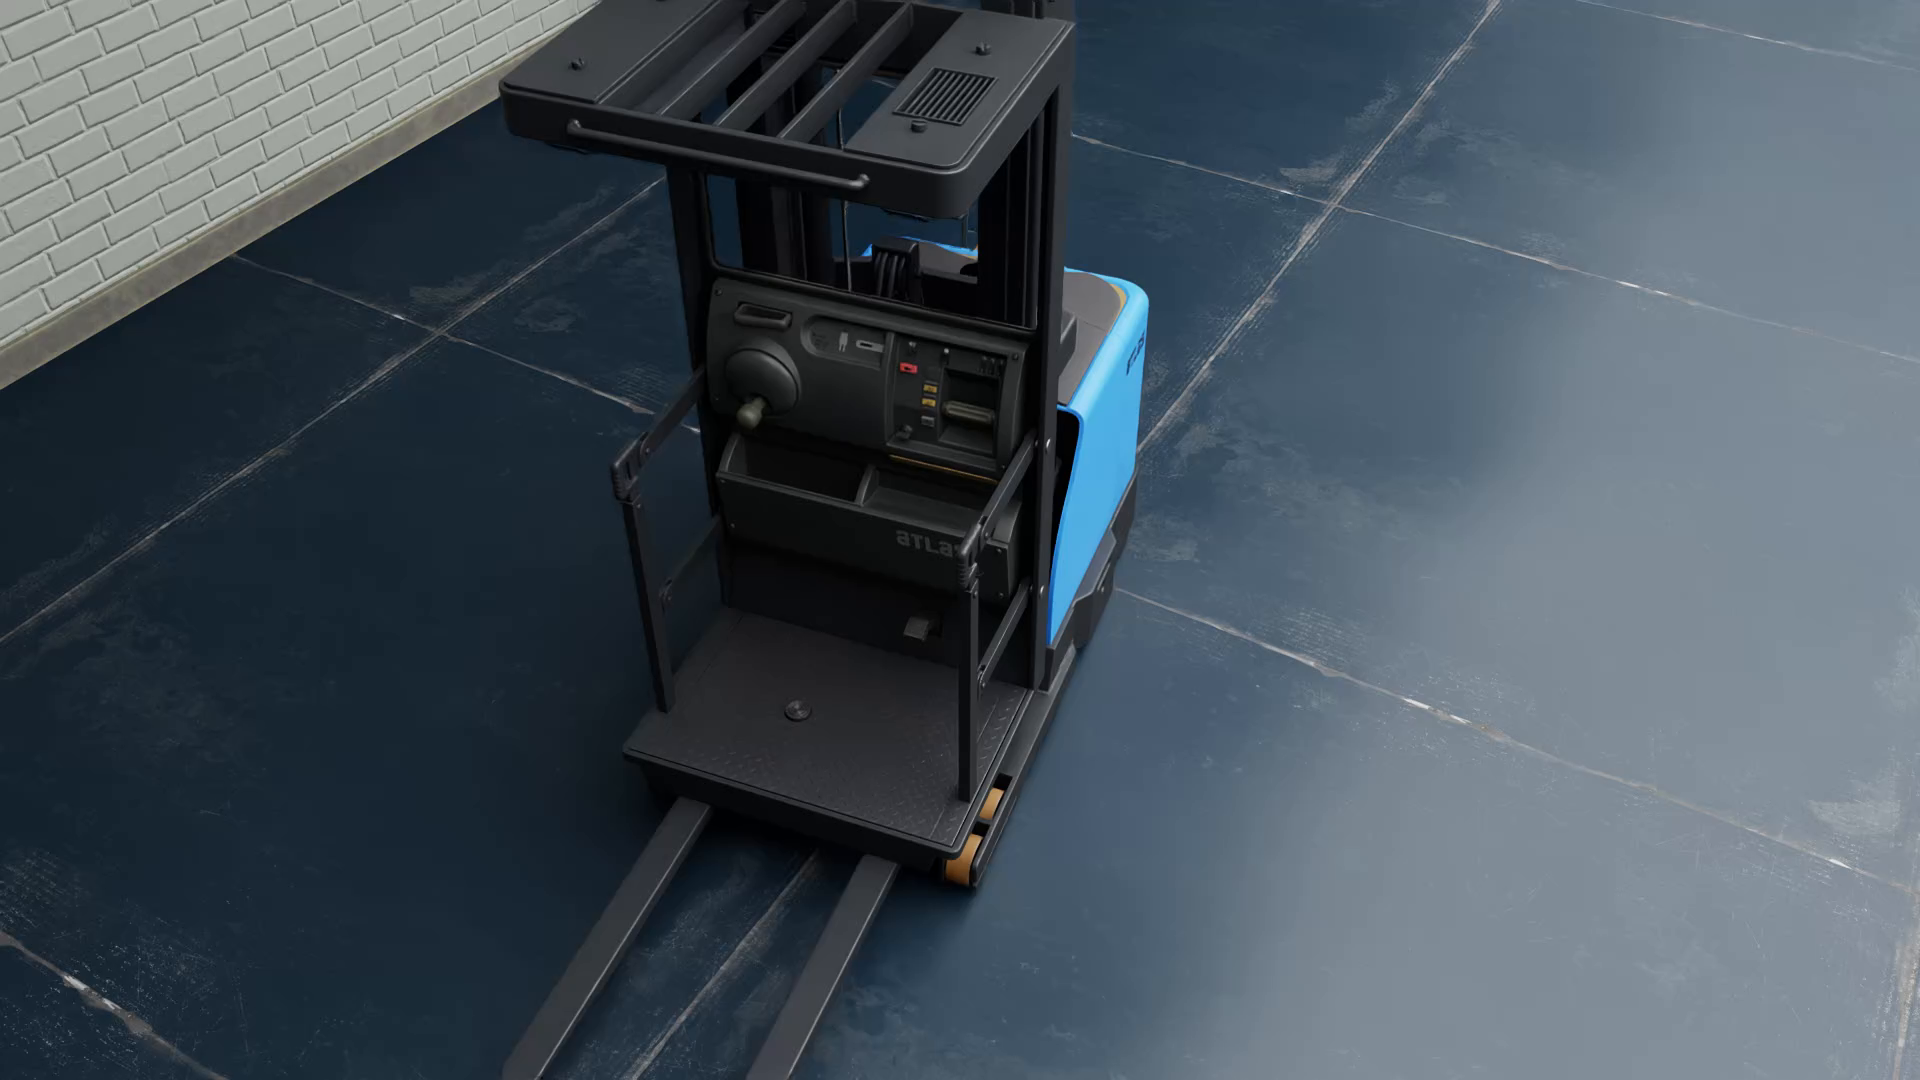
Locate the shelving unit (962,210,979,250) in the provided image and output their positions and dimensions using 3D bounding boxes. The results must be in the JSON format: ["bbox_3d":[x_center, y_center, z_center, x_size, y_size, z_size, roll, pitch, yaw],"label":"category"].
[{"bbox_3d":[0.154,-0.729,6.170,0.258,1.200,0.189,14,43,15],"label":"shelving unit"}]

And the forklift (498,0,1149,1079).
[{"bbox_3d":[-0.346,-0.365,4.446,1.130,2.935,3.031,14,43,15],"label":"forklift"}]

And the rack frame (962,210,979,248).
[{"bbox_3d":[0.122,-0.673,6.106,0.240,1.200,0.006,14,43,15],"label":"rack frame"}]

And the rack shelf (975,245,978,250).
[{"bbox_3d":[0.154,-0.966,5.962,0.258,0.103,0.180,14,43,15],"label":"rack shelf"}]
